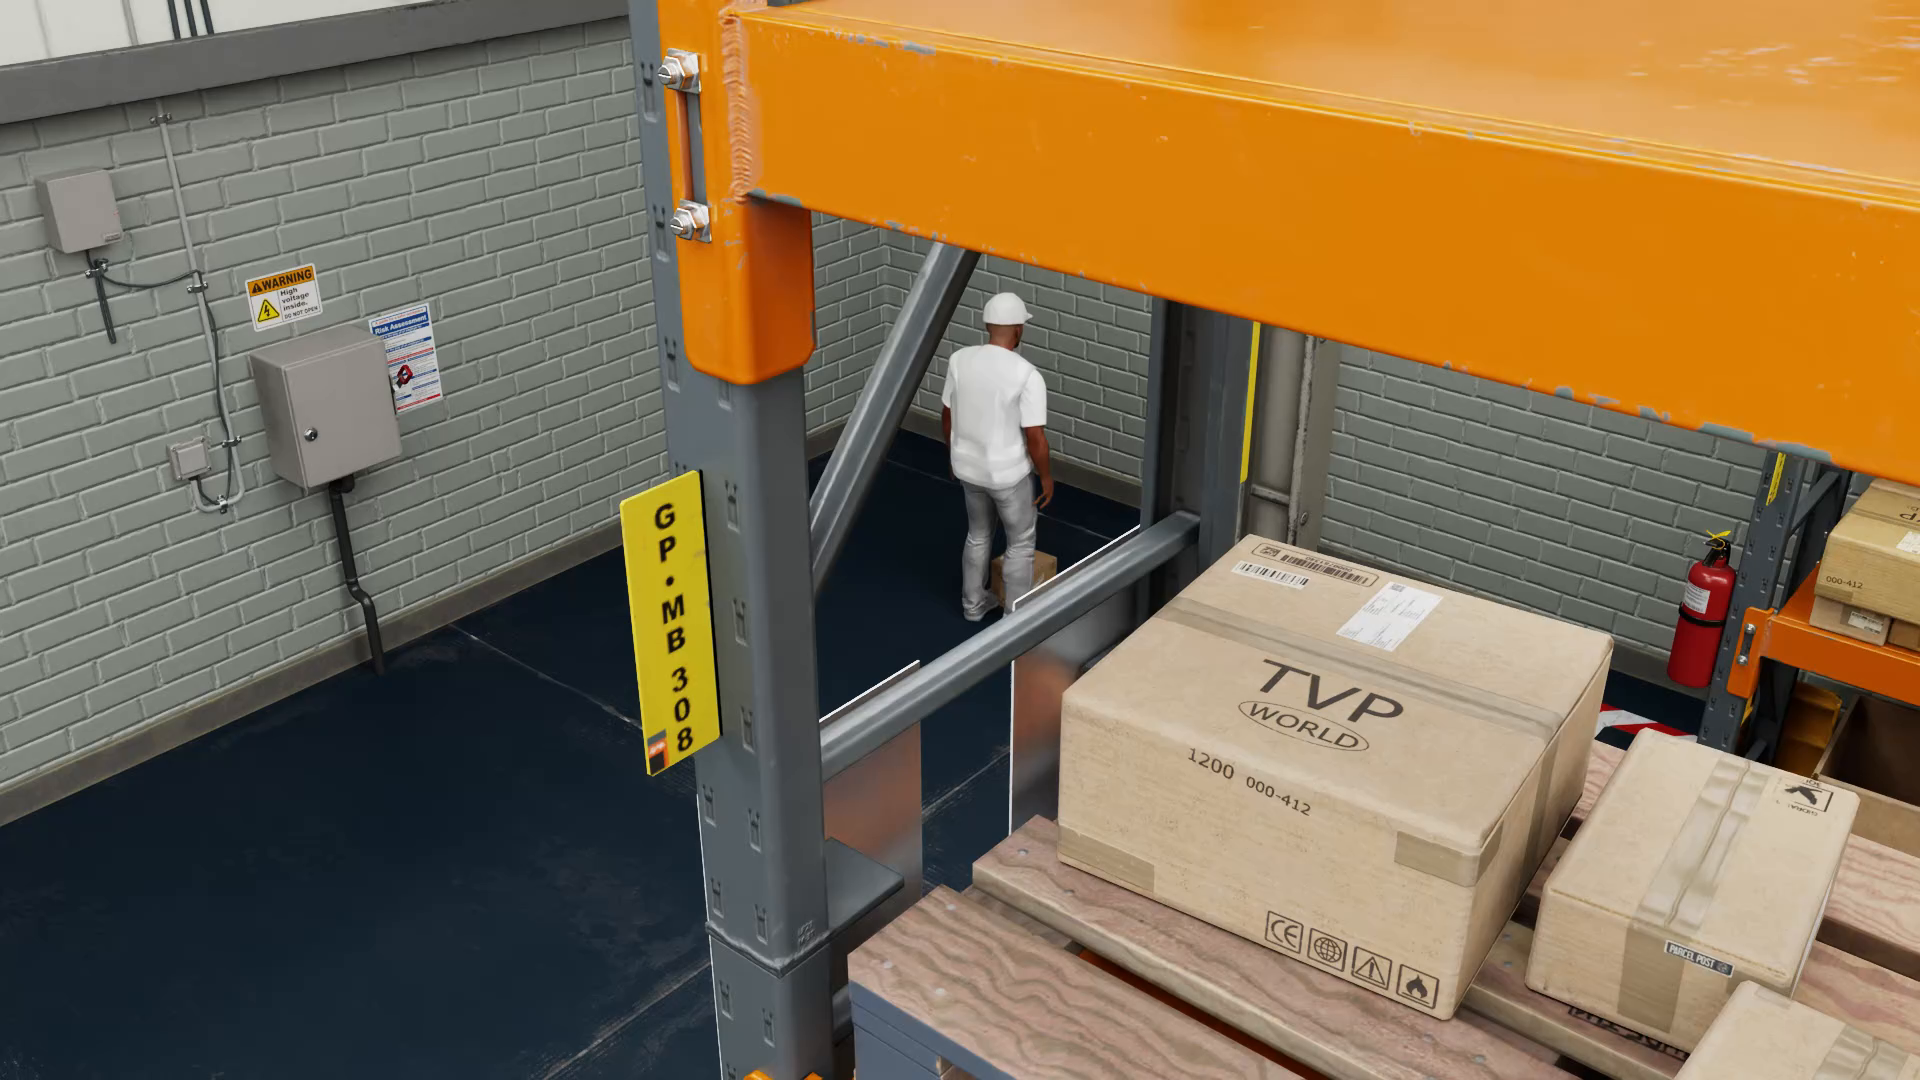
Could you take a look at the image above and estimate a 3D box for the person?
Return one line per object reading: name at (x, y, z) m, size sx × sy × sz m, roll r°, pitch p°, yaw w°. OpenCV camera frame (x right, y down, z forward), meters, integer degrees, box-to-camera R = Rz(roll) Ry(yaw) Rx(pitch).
person at (0.197, -0.374, 8.328) m, size 0.622 × 1.759 × 0.462 m, roll 19°, pitch 33°, yaw 33°
